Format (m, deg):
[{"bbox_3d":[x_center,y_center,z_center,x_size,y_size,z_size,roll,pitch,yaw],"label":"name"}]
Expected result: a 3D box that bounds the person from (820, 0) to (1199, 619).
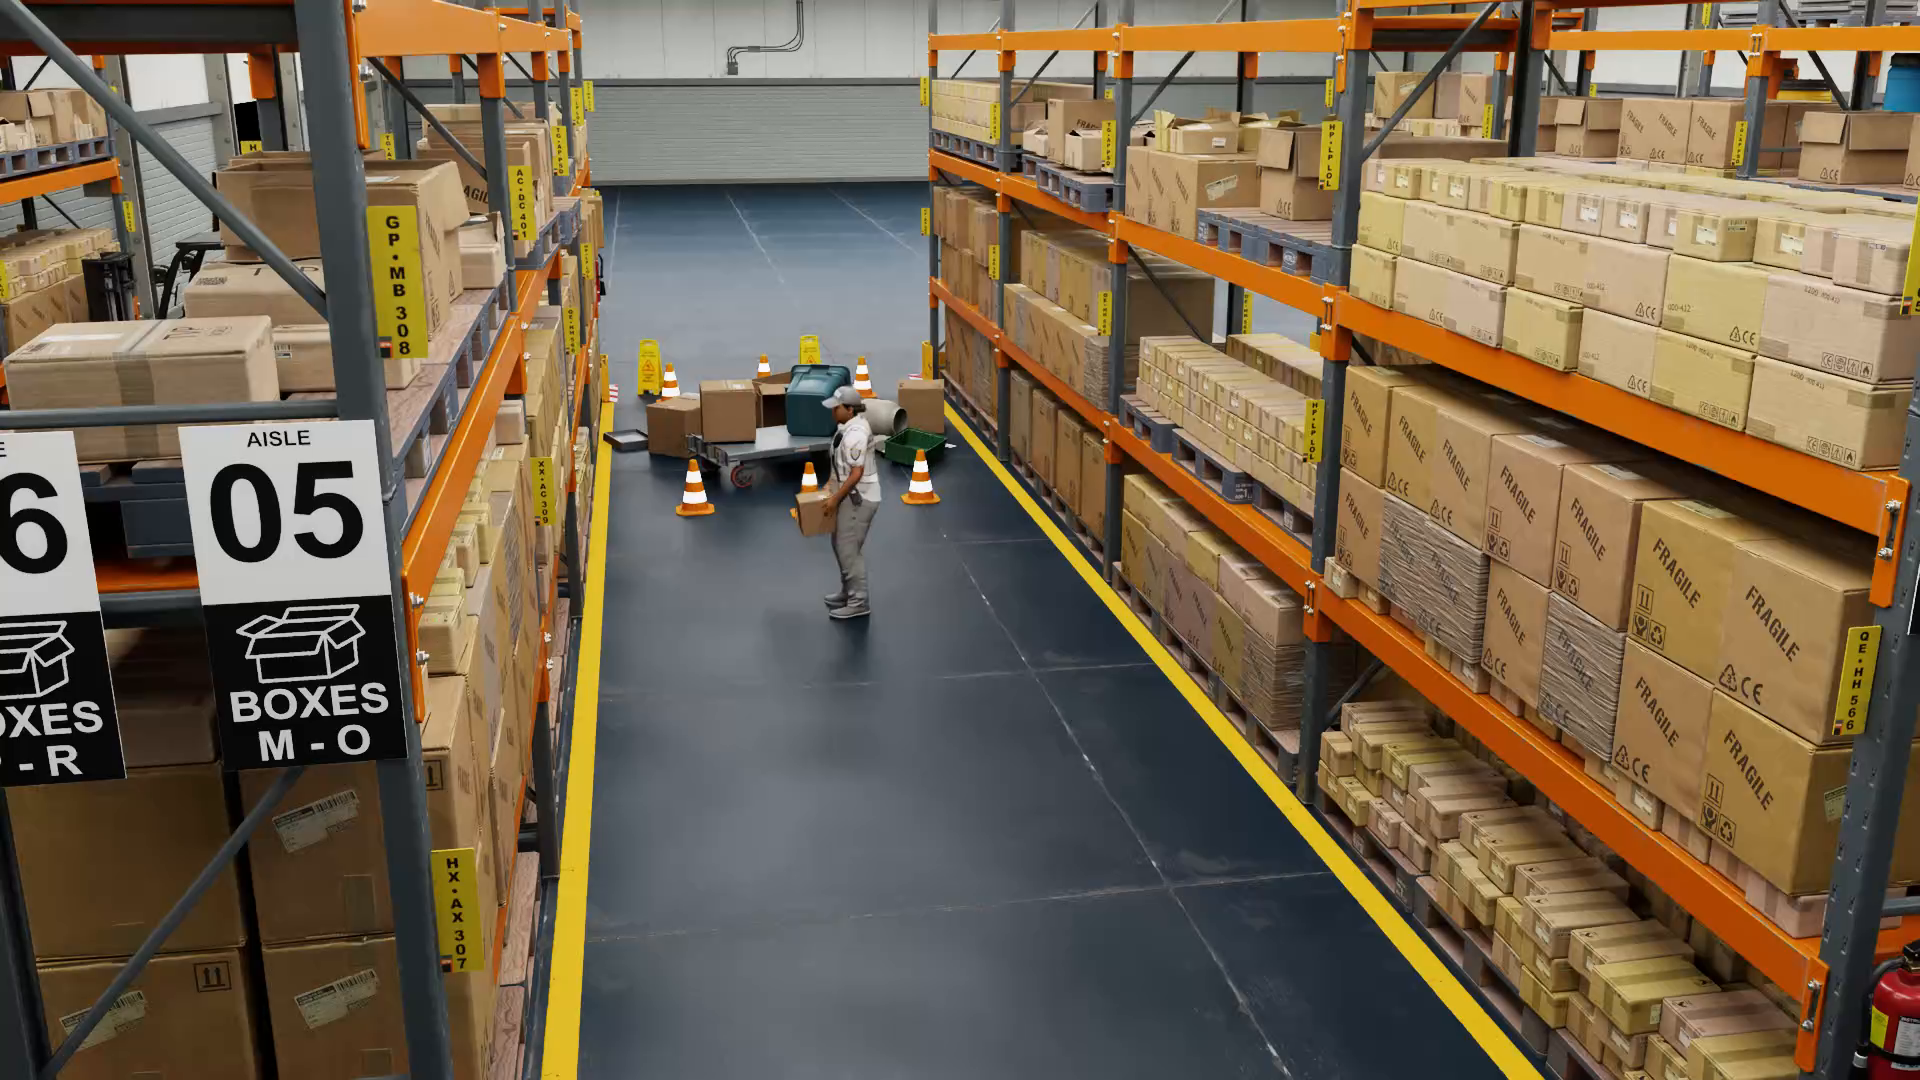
[{"bbox_3d":[3.231,-8.409,31.804,17.098,6.001,40.550,-3,17,-11],"label":"person"}]
